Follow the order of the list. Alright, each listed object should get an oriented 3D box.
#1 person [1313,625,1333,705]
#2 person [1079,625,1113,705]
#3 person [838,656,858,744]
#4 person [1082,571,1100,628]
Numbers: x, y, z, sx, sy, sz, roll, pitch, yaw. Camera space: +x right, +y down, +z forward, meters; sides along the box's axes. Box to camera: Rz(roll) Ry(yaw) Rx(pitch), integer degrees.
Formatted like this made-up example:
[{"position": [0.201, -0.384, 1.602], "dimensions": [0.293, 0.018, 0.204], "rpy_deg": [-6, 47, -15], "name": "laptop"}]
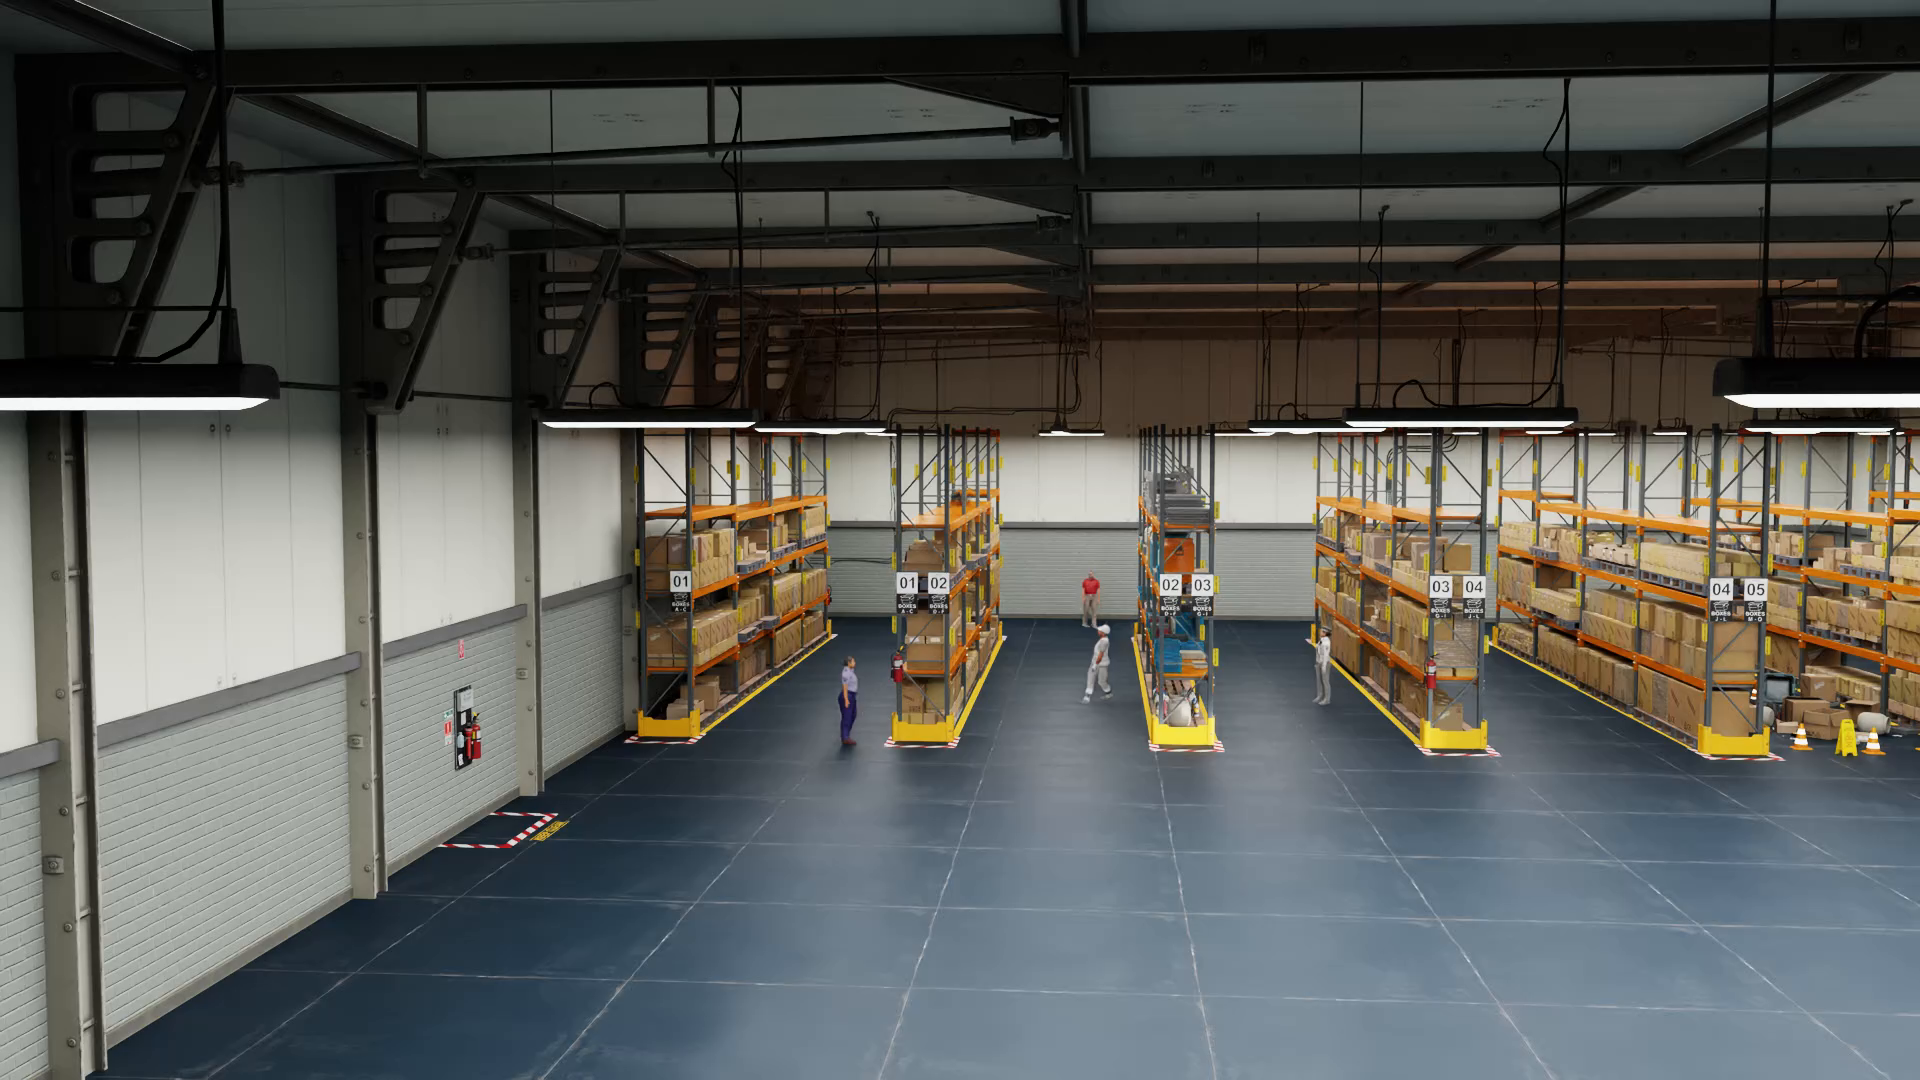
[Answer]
[{"position": [7.845, 2.687, 35.930], "dimensions": [0.395, 1.692, 0.514], "rpy_deg": [-1, 4, -16], "name": "person"}, {"position": [3.010, 2.686, 35.704], "dimensions": [0.510, 1.725, 0.974], "rpy_deg": [3, 5, 44], "name": "person"}, {"position": [-2.111, 3.024, 31.307], "dimensions": [0.359, 1.699, 0.574], "rpy_deg": [0, 3, 3], "name": "person"}, {"position": [3.981, 1.844, 50.521], "dimensions": [0.556, 1.654, 0.510], "rpy_deg": [-1, 4, -15], "name": "person"}]
